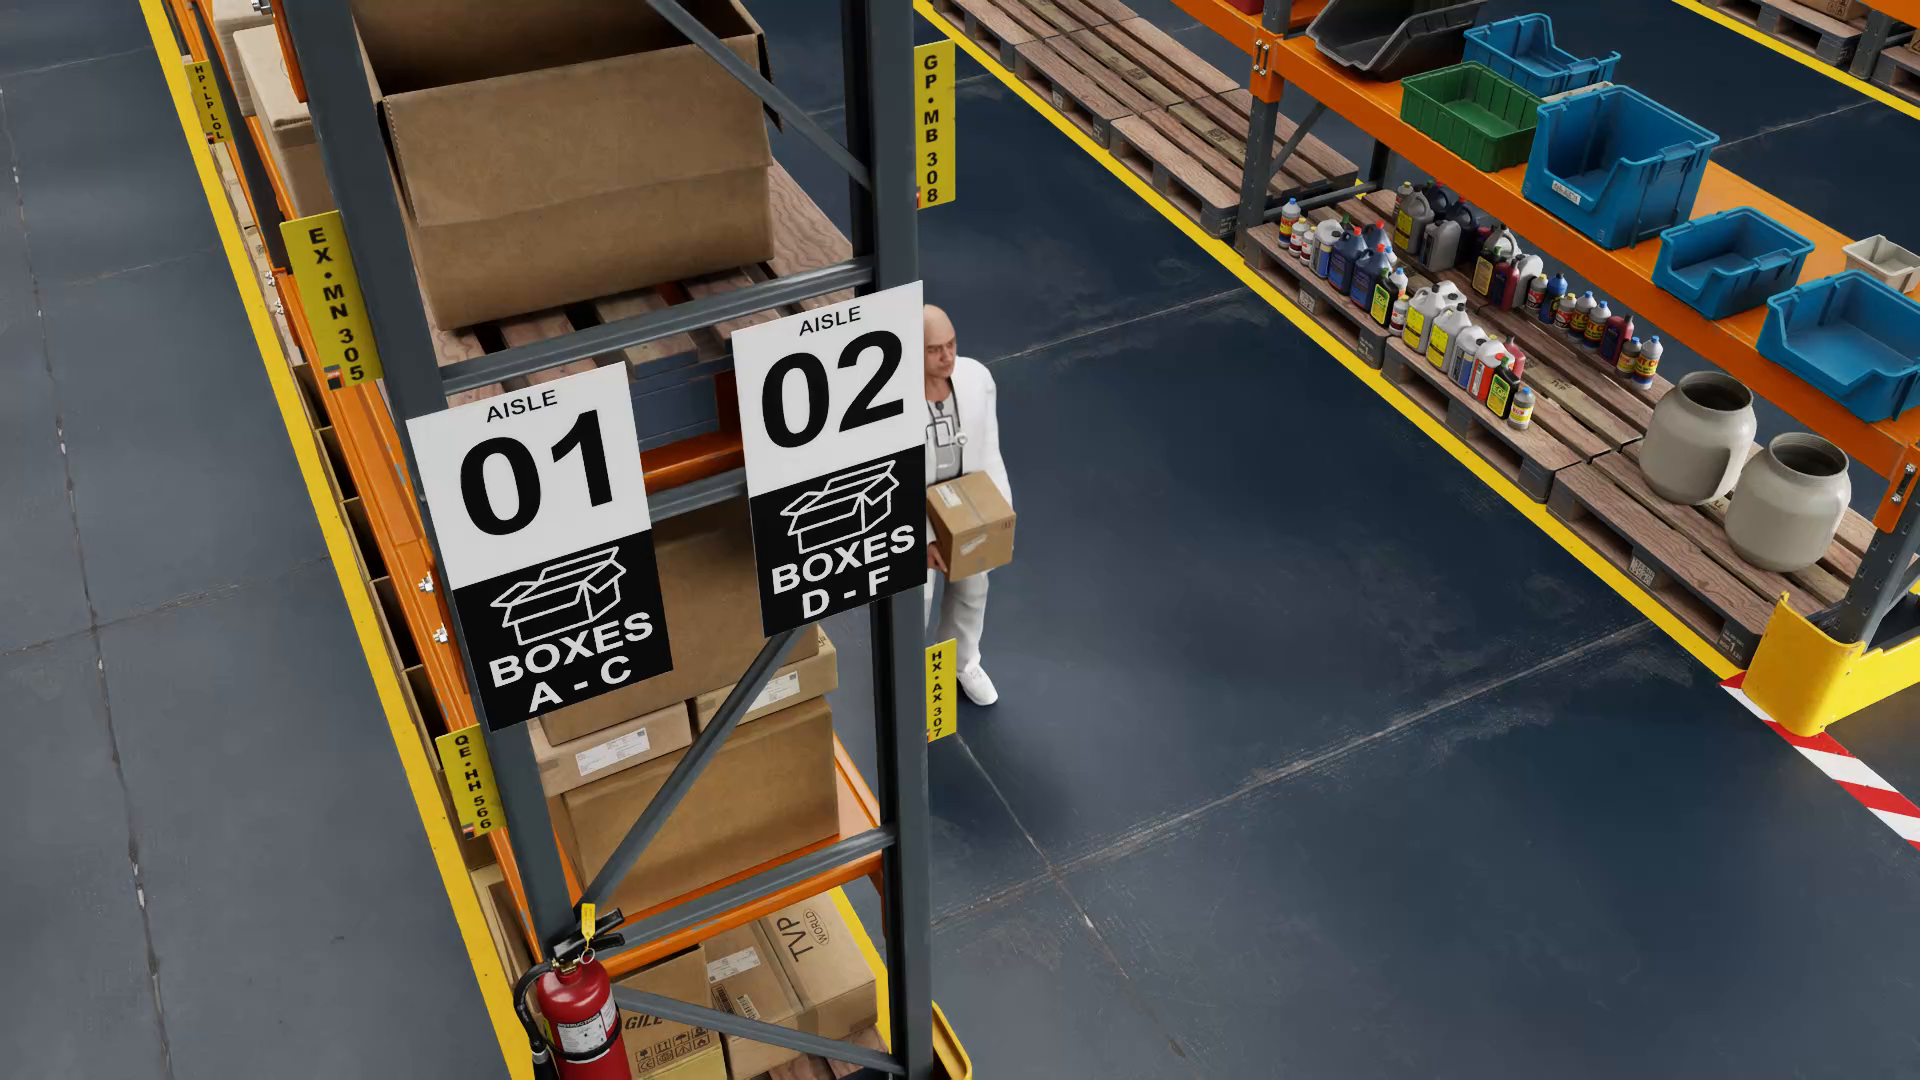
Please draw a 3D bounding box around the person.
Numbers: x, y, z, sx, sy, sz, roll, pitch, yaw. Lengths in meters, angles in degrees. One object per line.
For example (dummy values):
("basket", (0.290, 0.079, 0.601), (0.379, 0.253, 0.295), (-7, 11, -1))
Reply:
("person", (-0.047, -0.019, 6.197), (0.530, 1.770, 0.563), (-18, 44, -20))
